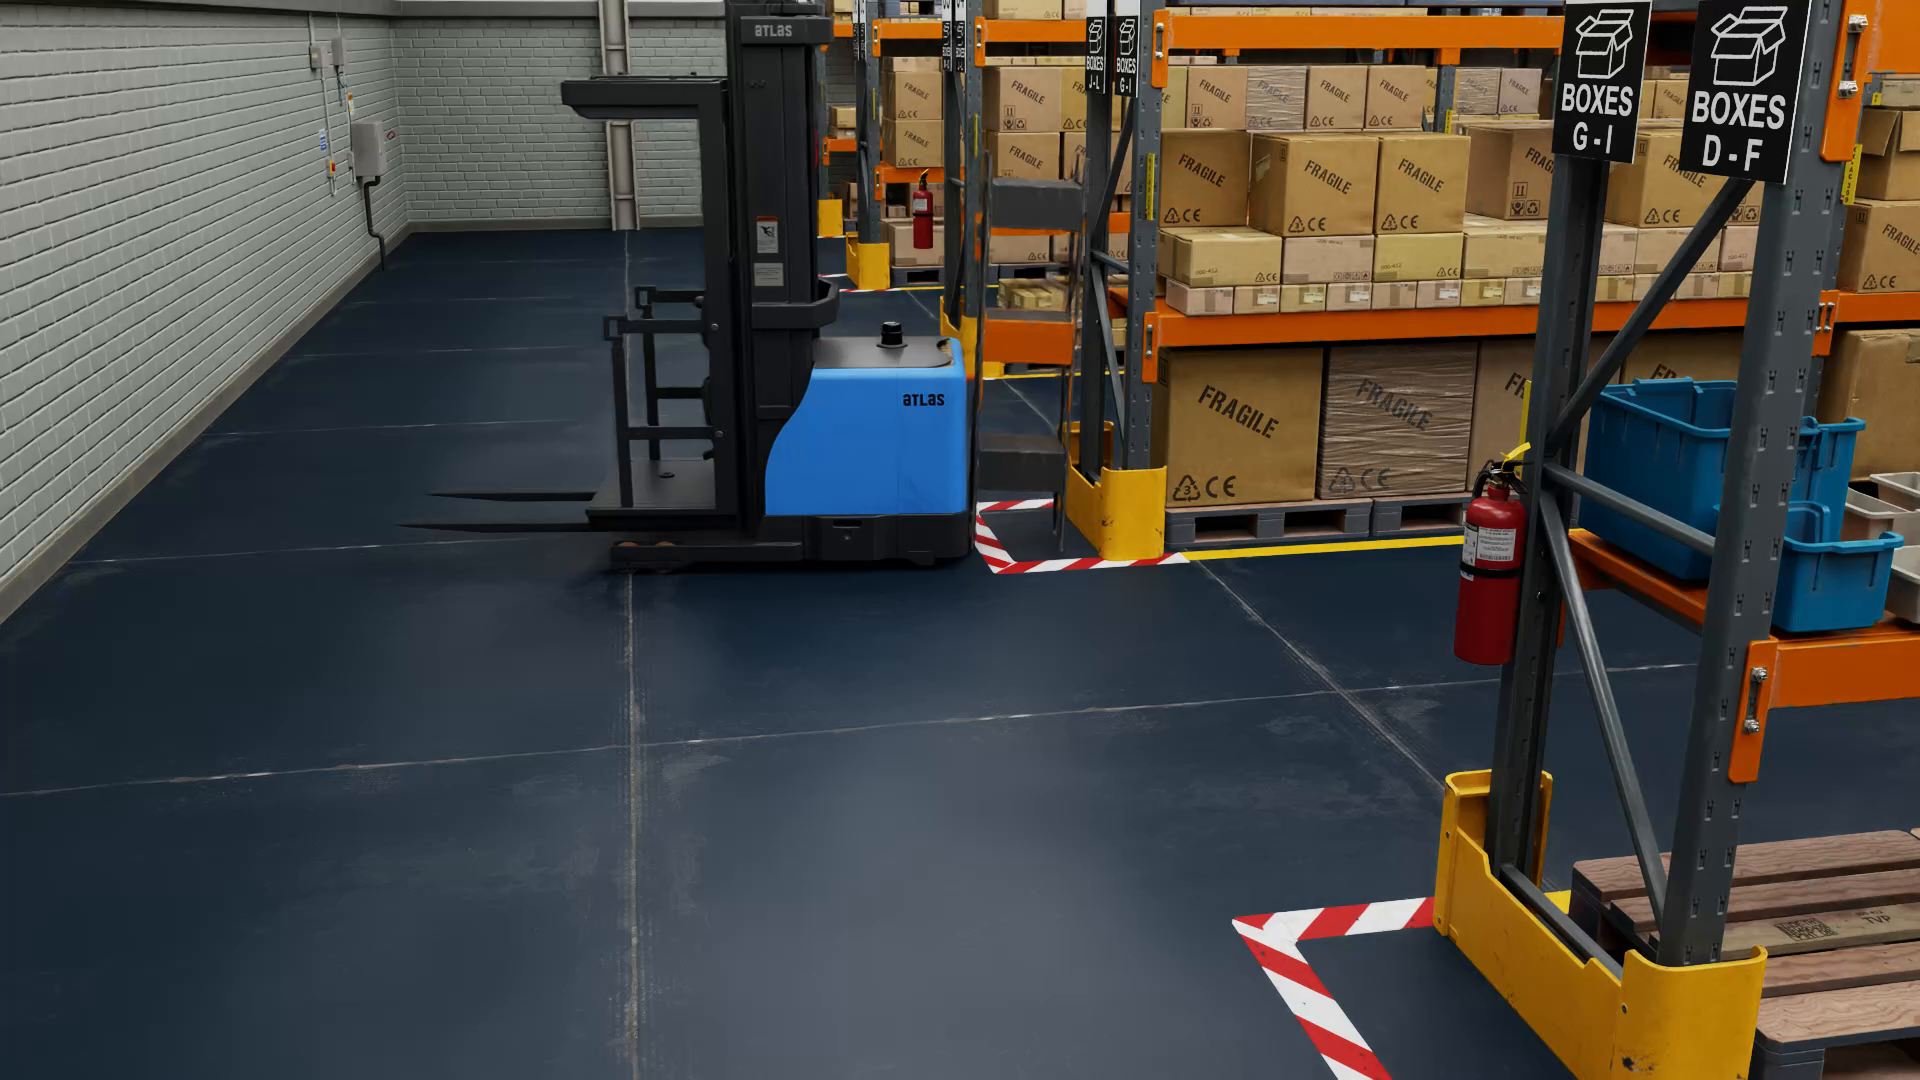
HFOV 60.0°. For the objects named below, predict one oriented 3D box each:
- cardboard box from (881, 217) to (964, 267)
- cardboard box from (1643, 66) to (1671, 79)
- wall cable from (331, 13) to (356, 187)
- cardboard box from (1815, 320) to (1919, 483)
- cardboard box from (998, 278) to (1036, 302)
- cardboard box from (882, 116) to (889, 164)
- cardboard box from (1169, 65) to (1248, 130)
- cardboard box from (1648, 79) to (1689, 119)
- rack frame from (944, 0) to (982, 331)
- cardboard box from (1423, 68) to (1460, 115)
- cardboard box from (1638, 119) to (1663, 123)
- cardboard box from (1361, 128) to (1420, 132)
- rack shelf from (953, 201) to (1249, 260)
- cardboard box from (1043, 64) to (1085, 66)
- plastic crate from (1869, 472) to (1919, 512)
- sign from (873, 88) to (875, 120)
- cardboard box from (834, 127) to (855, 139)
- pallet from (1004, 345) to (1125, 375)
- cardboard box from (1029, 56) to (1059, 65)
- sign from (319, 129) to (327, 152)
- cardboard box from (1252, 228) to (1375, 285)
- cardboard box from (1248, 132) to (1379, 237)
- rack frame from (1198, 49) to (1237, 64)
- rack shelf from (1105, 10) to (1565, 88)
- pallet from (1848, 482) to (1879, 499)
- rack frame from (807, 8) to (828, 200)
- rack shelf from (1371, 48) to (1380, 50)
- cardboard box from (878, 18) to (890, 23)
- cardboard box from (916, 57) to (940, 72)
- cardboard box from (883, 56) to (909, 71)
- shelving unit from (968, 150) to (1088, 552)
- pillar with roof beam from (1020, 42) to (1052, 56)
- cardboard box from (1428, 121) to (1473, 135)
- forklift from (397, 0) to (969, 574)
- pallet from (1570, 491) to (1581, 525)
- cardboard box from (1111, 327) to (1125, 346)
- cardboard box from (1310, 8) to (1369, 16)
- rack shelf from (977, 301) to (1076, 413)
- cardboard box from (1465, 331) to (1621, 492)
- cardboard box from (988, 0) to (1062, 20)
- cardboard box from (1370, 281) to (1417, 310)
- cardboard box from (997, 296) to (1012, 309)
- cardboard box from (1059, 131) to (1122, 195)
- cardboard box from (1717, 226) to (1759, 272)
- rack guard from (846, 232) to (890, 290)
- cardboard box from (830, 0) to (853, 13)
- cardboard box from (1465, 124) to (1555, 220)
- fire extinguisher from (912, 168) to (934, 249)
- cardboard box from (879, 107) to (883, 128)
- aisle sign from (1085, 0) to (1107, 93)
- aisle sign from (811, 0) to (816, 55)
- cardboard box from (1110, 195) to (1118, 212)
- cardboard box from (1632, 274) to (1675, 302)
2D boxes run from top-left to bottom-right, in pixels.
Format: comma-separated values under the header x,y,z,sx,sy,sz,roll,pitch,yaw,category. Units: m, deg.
x,y,z,sx,sy,sz,roll,pitch,yaw,category
-0.390,-3.393,18.899,0.875,0.438,0.875,-4,17,-12,cardboard box
8.389,-5.670,20.167,0.250,0.149,0.380,-4,18,-13,cardboard box
-6.831,-4.925,18.506,0.122,1.984,0.588,-3,17,-10,wall cable
5.413,-0.944,10.180,0.875,0.875,1.225,-3,17,-10,cardboard box
0.491,-2.155,14.346,0.250,0.149,0.380,-3,17,-10,cardboard box
-0.596,-4.502,18.692,0.500,0.500,0.500,-3,17,-10,cardboard box
2.019,-3.628,13.637,0.500,0.500,0.500,-4,17,-12,cardboard box
8.352,-5.209,19.769,0.500,0.500,0.500,-3,17,-10,cardboard box
0.019,-2.930,13.743,0.127,3.000,1.000,-3,17,-10,rack frame
5.387,-5.162,19.136,0.500,0.500,0.500,-3,17,-10,cardboard box
6.093,-3.697,14.940,0.250,0.149,0.380,-3,17,-9,cardboard box
3.525,-3.235,14.057,0.500,0.500,0.500,-3,17,-10,cardboard box
1.983,-2.698,14.211,4.000,0.370,1.077,-3,17,-10,rack shelf
0.919,-3.724,13.946,0.500,0.500,0.500,-4,17,-12,cardboard box
2.854,-0.079,4.807,0.243,0.136,0.396,-3,17,-10,plastic crate
-0.920,-4.643,17.710,0.005,0.325,0.100,-3,17,-10,sign
-1.589,-5.601,22.868,0.250,0.149,0.380,-3,17,-11,cardboard box
0.898,-1.636,14.280,1.213,0.211,1.003,-3,17,-10,pallet
0.913,-5.202,18.160,0.250,0.149,0.380,-4,17,-12,cardboard box
-6.602,-4.143,17.230,0.001,0.218,0.327,-3,17,-10,sign
1.893,-1.545,8.982,0.500,0.250,0.500,-3,17,-11,cardboard box
1.874,-1.900,8.862,0.500,0.500,0.500,-4,17,-12,cardboard box
2.908,-4.574,19.096,0.127,3.000,1.000,-3,17,-10,rack frame
2.825,-2.696,9.097,4.000,0.370,1.077,-3,17,-10,rack shelf
5.532,-0.449,10.415,1.213,0.211,1.003,-3,17,-10,pallet
-1.964,-5.782,23.029,0.127,3.000,1.000,-3,17,-10,rack frame
3.927,-7.206,23.782,4.000,0.370,1.077,-3,17,-10,rack shelf
-1.100,-7.078,22.567,0.250,0.149,0.380,-3,17,-10,cardboard box
-0.374,-5.162,18.033,0.250,0.149,0.380,-3,17,-9,cardboard box
-0.705,-5.265,18.367,0.250,0.149,0.380,-3,17,-10,cardboard box
0.347,-1.003,8.963,0.503,2.100,0.431,2,17,-3,shelving unit
1.925,-7.853,19.552,0.400,9.000,9.100,-3,17,-10,pillar with roof beam
4.304,-3.597,14.612,0.250,0.149,0.380,-2,17,-8,cardboard box
-1.481,-1.380,8.813,3.031,2.935,1.130,0,17,-2,forklift
4.027,-0.365,10.140,1.213,0.211,1.003,-3,17,-10,pallet
1.350,-1.742,14.014,0.250,0.149,0.380,-3,17,-10,cardboard box
3.024,-4.385,13.628,0.500,0.250,0.500,-3,17,-11,cardboard box
0.346,-0.990,8.967,0.480,0.518,0.431,2,17,-3,rack shelf
3.241,-0.839,9.837,0.875,0.875,0.875,-3,17,-10,cardboard box
0.509,-4.244,13.166,0.500,0.250,0.500,-3,17,-8,cardboard box
2.281,-1.357,9.049,0.250,0.149,0.380,-4,17,-12,cardboard box
0.483,-2.022,14.420,0.250,0.149,0.380,-4,17,-12,cardboard box
1.033,-3.103,13.628,0.500,0.500,0.500,-3,17,-10,cardboard box
4.405,-1.688,9.447,0.500,0.250,0.500,-4,17,-11,cardboard box
-1.043,-3.155,18.733,0.348,0.500,1.175,-3,17,-10,rack guard
-1.477,-7.233,22.390,0.500,0.250,0.500,-3,17,-11,cardboard box
3.275,-2.138,9.635,0.500,0.500,0.500,-4,17,-12,cardboard box
-0.316,-2.834,14.196,0.183,0.674,0.296,-3,17,-10,fire extinguisher
-0.973,-5.828,22.928,0.500,0.250,0.500,-3,17,-10,cardboard box
0.733,-2.820,8.956,0.004,0.787,0.394,-3,17,-10,aisle sign
-1.976,-6.936,22.359,0.004,0.787,0.394,-3,17,-10,aisle sign
1.144,-2.813,13.790,0.250,0.149,0.380,-2,17,-8,cardboard box
3.794,-1.443,9.329,0.250,0.149,0.380,-3,17,-9,cardboard box
